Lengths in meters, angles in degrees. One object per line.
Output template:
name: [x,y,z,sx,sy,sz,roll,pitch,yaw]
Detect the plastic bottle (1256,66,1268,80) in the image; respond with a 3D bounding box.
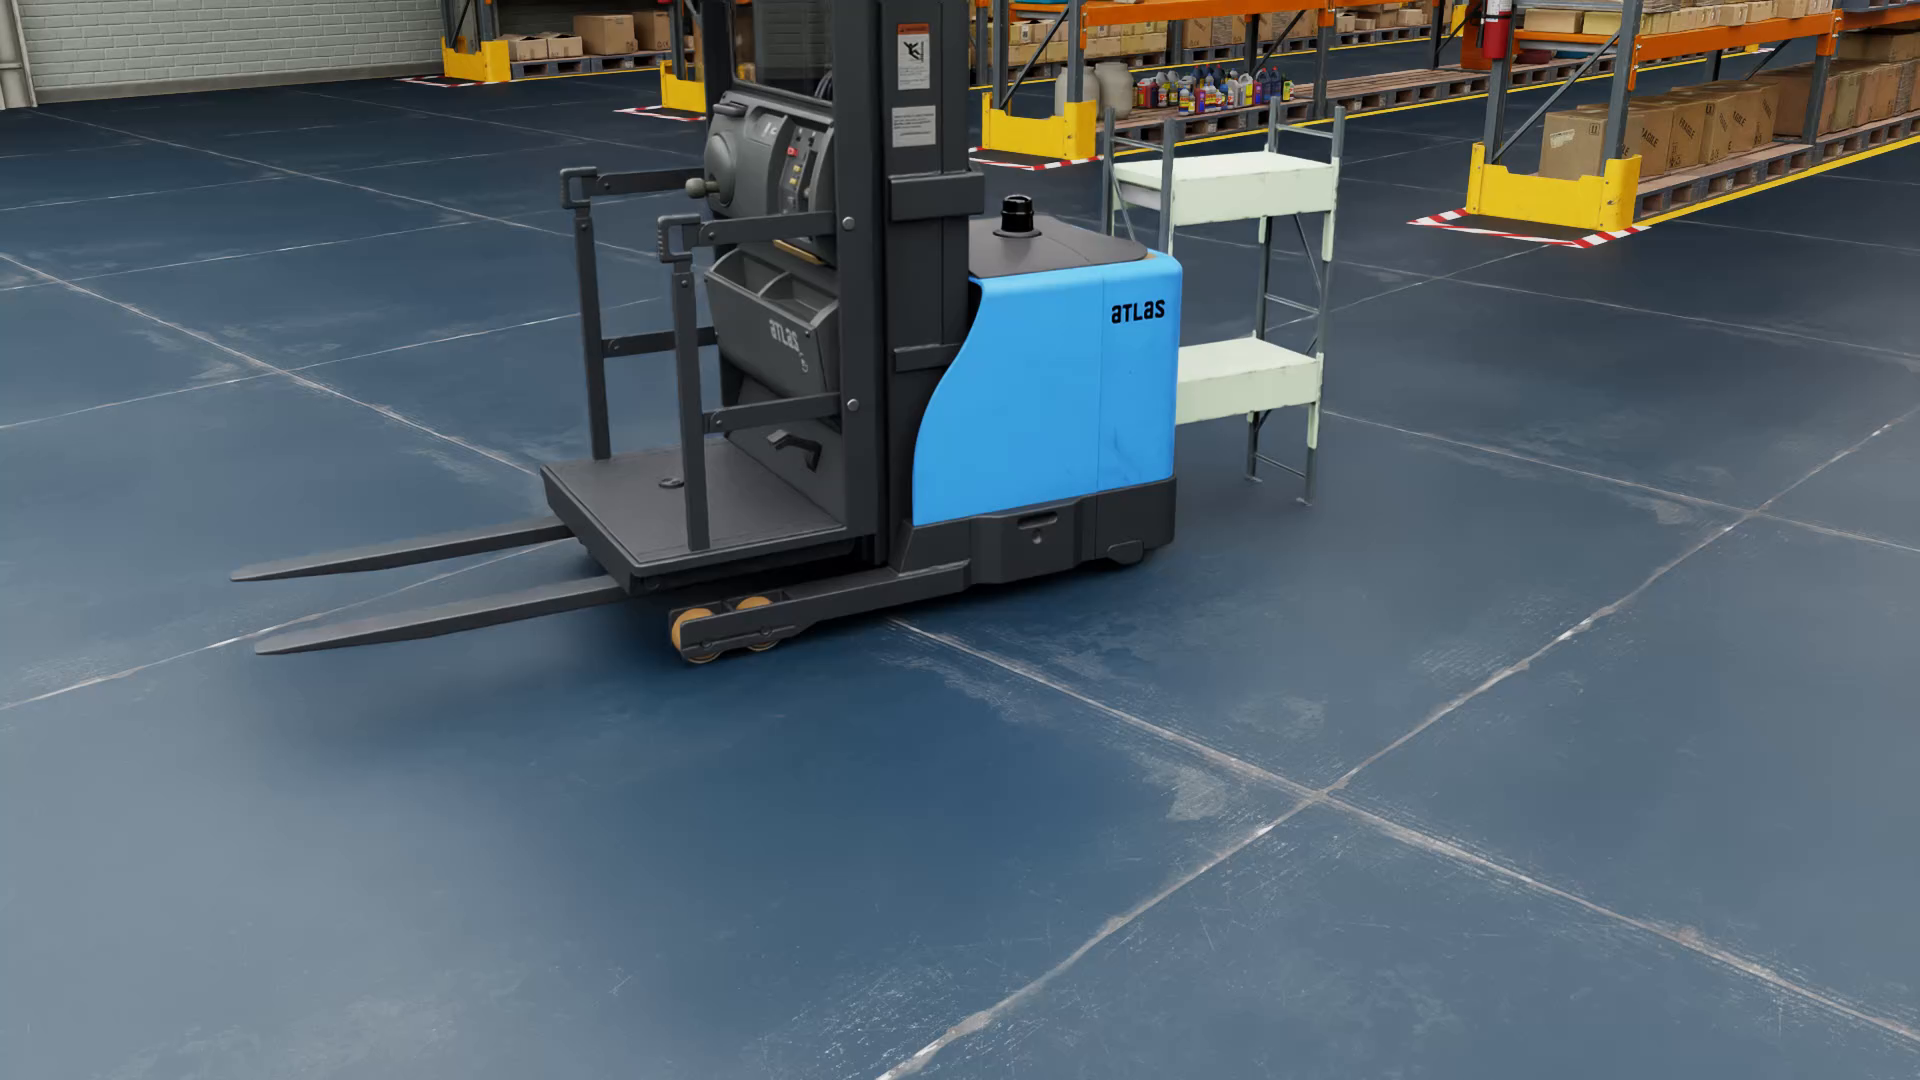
plastic bottle: [3.146,-4.770,17.383,0.144,0.351,0.185,19,28,41]

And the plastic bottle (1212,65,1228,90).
plastic bottle: [2.735,-4.832,17.544,0.144,0.351,0.185,19,28,41]

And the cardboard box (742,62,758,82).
cardboard box: [-2.311,-5.210,18.695,0.500,0.250,0.500,19,28,41]

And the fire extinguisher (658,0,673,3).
fire extinguisher: [-3.260,-6.265,18.301,0.296,0.674,0.183,19,28,41]

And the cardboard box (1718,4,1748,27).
cardboard box: [5.736,-3.992,12.631,0.380,0.149,0.250,19,28,41]

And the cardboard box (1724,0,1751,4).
cardboard box: [5.654,-4.457,12.935,0.875,0.500,0.500,19,28,41]

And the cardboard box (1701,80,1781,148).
cardboard box: [6.733,-3.699,14.417,0.500,0.500,0.500,18,28,39]

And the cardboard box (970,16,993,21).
cardboard box: [0.382,-6.729,21.866,0.500,0.311,0.500,-19,28,-41]

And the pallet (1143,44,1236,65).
pallet: [3.284,-7.152,24.389,1.003,0.211,1.213,19,28,41]

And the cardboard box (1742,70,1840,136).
cardboard box: [7.485,-3.954,15.052,0.700,0.500,0.500,17,27,37]

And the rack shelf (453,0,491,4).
rack shelf: [-5.001,-7.632,22.753,1.077,0.370,4.000,19,28,41]

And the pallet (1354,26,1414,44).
pallet: [6.858,-8.489,27.868,1.003,0.211,1.213,19,28,41]

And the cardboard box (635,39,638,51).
cardboard box: [-4.736,-6.951,23.338,0.380,0.149,0.250,17,27,36]

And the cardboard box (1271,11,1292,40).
cardboard box: [4.687,-7.886,25.282,0.500,0.500,0.500,20,29,41]

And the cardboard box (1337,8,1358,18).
cardboard box: [6.244,-8.660,27.560,0.500,0.311,0.500,19,28,41]

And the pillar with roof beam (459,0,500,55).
pillar with roof beam: [-3.443,-9.573,18.439,9.100,9.000,0.400,19,28,41]

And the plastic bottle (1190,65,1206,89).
plastic bottle: [2.500,-4.819,17.511,0.144,0.351,0.185,18,27,38]

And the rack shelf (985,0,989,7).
rack shelf: [1.341,-7.422,22.205,1.077,0.370,4.000,19,28,41]

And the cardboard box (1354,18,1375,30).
cardboard box: [6.571,-8.461,27.243,0.380,0.166,0.250,19,28,41]

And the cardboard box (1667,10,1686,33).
cardboard box: [4.994,-3.751,12.003,0.380,0.149,0.250,19,28,41]

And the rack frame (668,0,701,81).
rack frame: [-2.844,-6.215,18.063,1.000,3.000,0.127,19,28,41]

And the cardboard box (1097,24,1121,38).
cardboard box: [1.835,-6.985,22.533,0.500,0.311,0.500,19,28,40]

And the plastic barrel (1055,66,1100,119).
plastic barrel: [1.106,-4.197,15.696,0.421,0.512,0.421,0,21,0]

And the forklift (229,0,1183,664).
forklift: [-0.785,-1.206,5.128,3.031,2.935,1.130,-11,24,-26]

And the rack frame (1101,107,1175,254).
rack frame: [0.616,-0.768,5.981,0.023,1.500,0.400,-11,24,-26]

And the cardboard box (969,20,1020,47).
cardboard box: [0.413,-6.461,21.170,0.500,0.311,0.500,19,28,41]

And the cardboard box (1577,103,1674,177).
cardboard box: [5.091,-3.083,12.812,0.500,0.500,0.500,-12,24,-28]

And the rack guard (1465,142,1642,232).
rack guard: [4.304,-2.587,12.110,1.175,0.500,0.348,19,28,41]

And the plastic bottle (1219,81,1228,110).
plastic bottle: [2.640,-4.460,16.687,0.097,0.271,0.097,0,21,0]

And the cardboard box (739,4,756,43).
cardboard box: [-3.104,-7.714,24.834,0.500,0.500,0.700,-19,28,-40]

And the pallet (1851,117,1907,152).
pallet: [8.434,-3.977,16.127,1.003,0.211,1.213,19,28,41]

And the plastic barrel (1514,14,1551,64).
plastic barrel: [7.400,-6.522,21.637,0.600,0.588,0.708,19,28,41]

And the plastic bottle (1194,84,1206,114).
plastic bottle: [2.361,-4.353,16.393,0.133,0.283,0.061,-20,28,-41]

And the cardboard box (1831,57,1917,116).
cardboard box: [9.001,-4.507,16.490,0.700,0.500,0.500,16,26,36]

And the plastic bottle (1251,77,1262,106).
plastic bottle: [3.032,-4.601,17.036,0.133,0.283,0.061,-18,27,-39]

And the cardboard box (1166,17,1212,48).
cardboard box: [3.259,-7.356,23.902,0.500,0.500,0.500,-19,28,-40]

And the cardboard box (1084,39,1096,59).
cardboard box: [1.477,-6.593,22.294,0.500,0.250,0.500,-20,28,-41]

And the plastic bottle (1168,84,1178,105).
plastic bottle: [2.191,-4.574,17.080,0.097,0.201,0.097,0,21,0]

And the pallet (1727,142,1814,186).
pallet: [6.598,-3.280,14.314,1.003,0.211,1.213,19,28,41]

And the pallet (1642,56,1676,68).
pallet: [9.558,-6.956,23.878,1.003,0.211,1.213,19,28,41]

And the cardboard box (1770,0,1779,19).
cardboard box: [6.340,-4.282,13.385,0.380,0.149,0.250,19,28,41]

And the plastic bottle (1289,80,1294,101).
plastic bottle: [3.463,-4.731,17.488,0.097,0.201,0.097,0,21,0]

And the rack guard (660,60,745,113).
rack guard: [-2.861,-5.042,18.496,1.175,0.500,0.348,19,28,41]

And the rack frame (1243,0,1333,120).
rack frame: [3.492,-6.003,17.511,1.000,3.000,0.127,19,28,41]

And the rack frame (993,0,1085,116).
rack frame: [0.702,-4.974,14.836,1.000,3.000,0.127,19,28,41]

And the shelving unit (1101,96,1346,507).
shelving unit: [0.938,-0.830,6.143,0.755,1.500,0.431,-11,24,-26]

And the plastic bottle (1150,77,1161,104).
plastic bottle: [1.961,-4.584,17.003,0.152,0.276,0.135,18,28,39]

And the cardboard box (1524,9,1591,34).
cardboard box: [4.302,-3.742,11.980,0.380,0.149,0.250,19,28,41]

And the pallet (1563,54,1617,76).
pallet: [8.505,-6.569,22.872,1.003,0.211,1.213,19,28,41]

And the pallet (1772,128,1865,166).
pallet: [7.583,-3.662,15.307,1.003,0.211,1.213,19,28,41]
